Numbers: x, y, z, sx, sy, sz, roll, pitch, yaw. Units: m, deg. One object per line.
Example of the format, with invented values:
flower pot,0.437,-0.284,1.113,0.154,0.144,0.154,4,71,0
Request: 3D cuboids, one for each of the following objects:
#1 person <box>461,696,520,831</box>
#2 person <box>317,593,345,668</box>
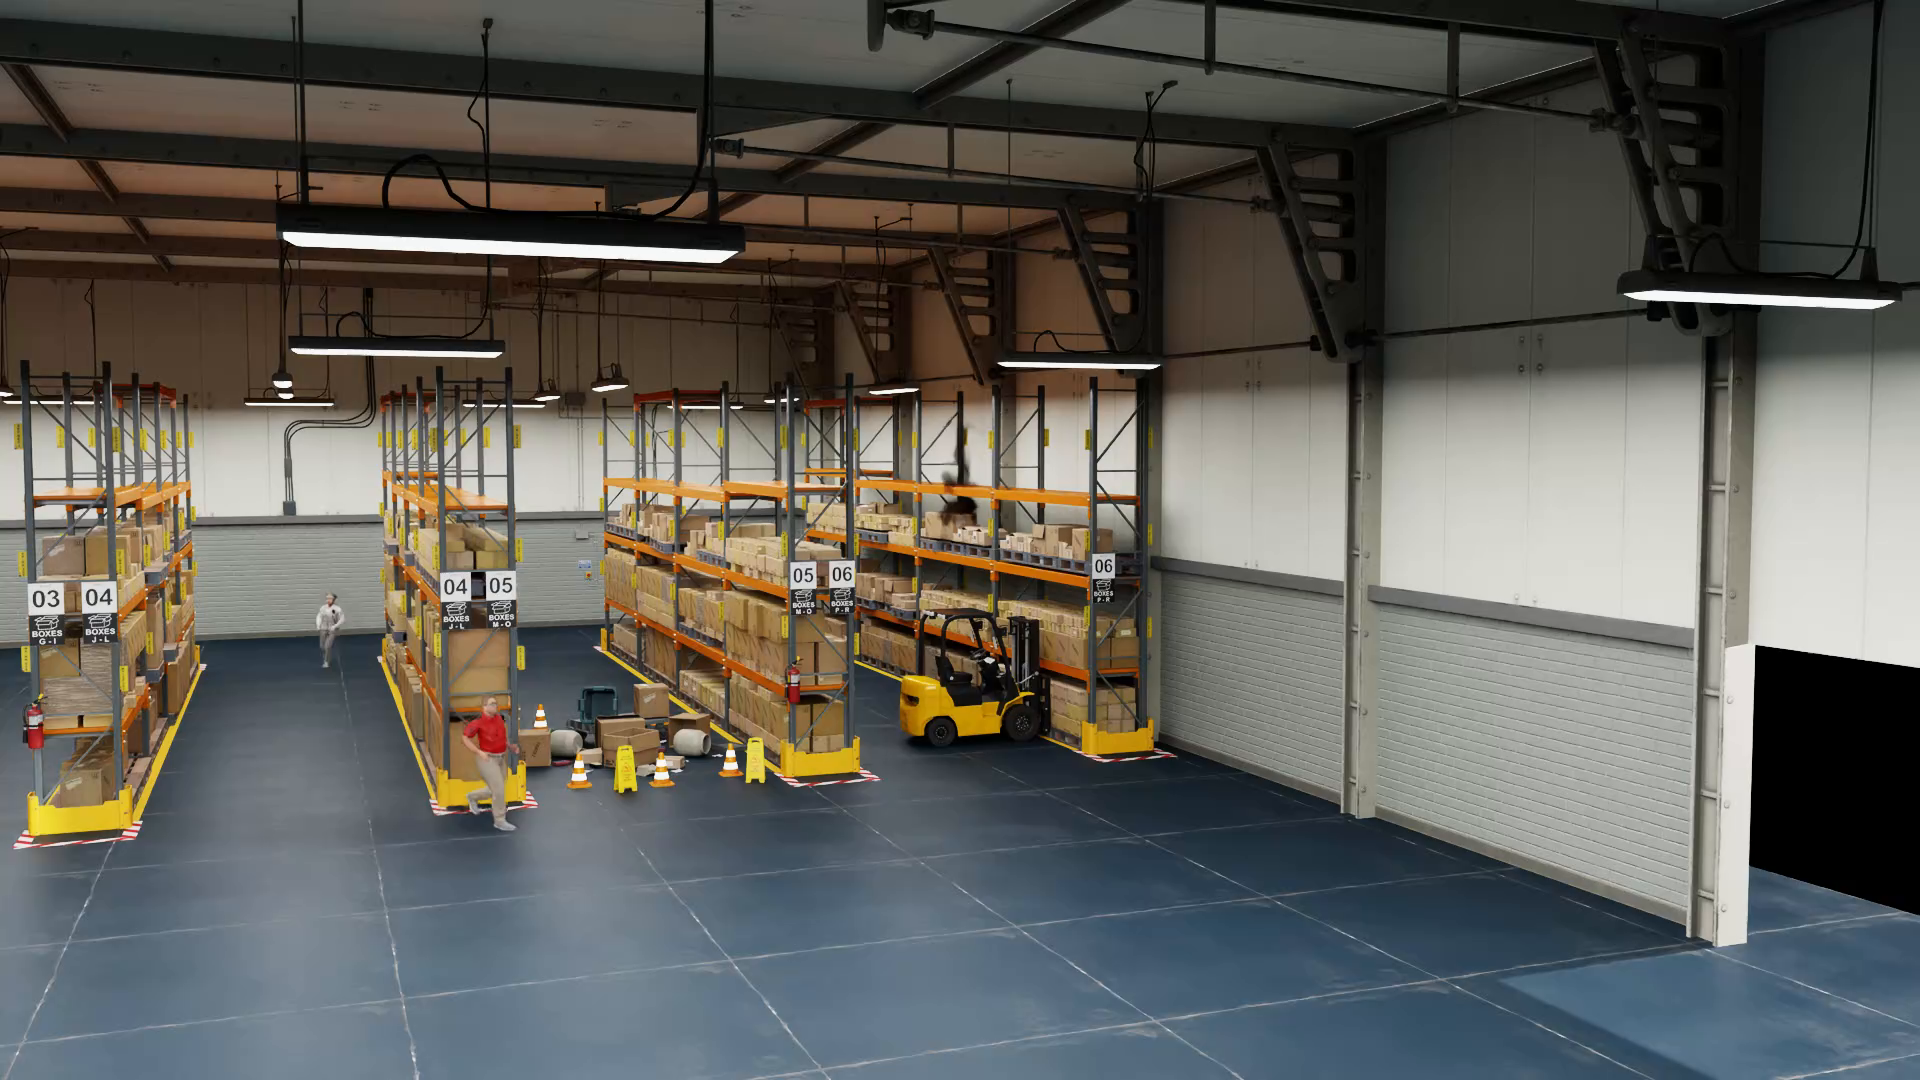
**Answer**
person,-6.096,2.875,21.472,0.834,1.720,0.663,1,4,21
person,-13.915,1.980,36.798,0.638,1.655,0.570,0,3,-3
